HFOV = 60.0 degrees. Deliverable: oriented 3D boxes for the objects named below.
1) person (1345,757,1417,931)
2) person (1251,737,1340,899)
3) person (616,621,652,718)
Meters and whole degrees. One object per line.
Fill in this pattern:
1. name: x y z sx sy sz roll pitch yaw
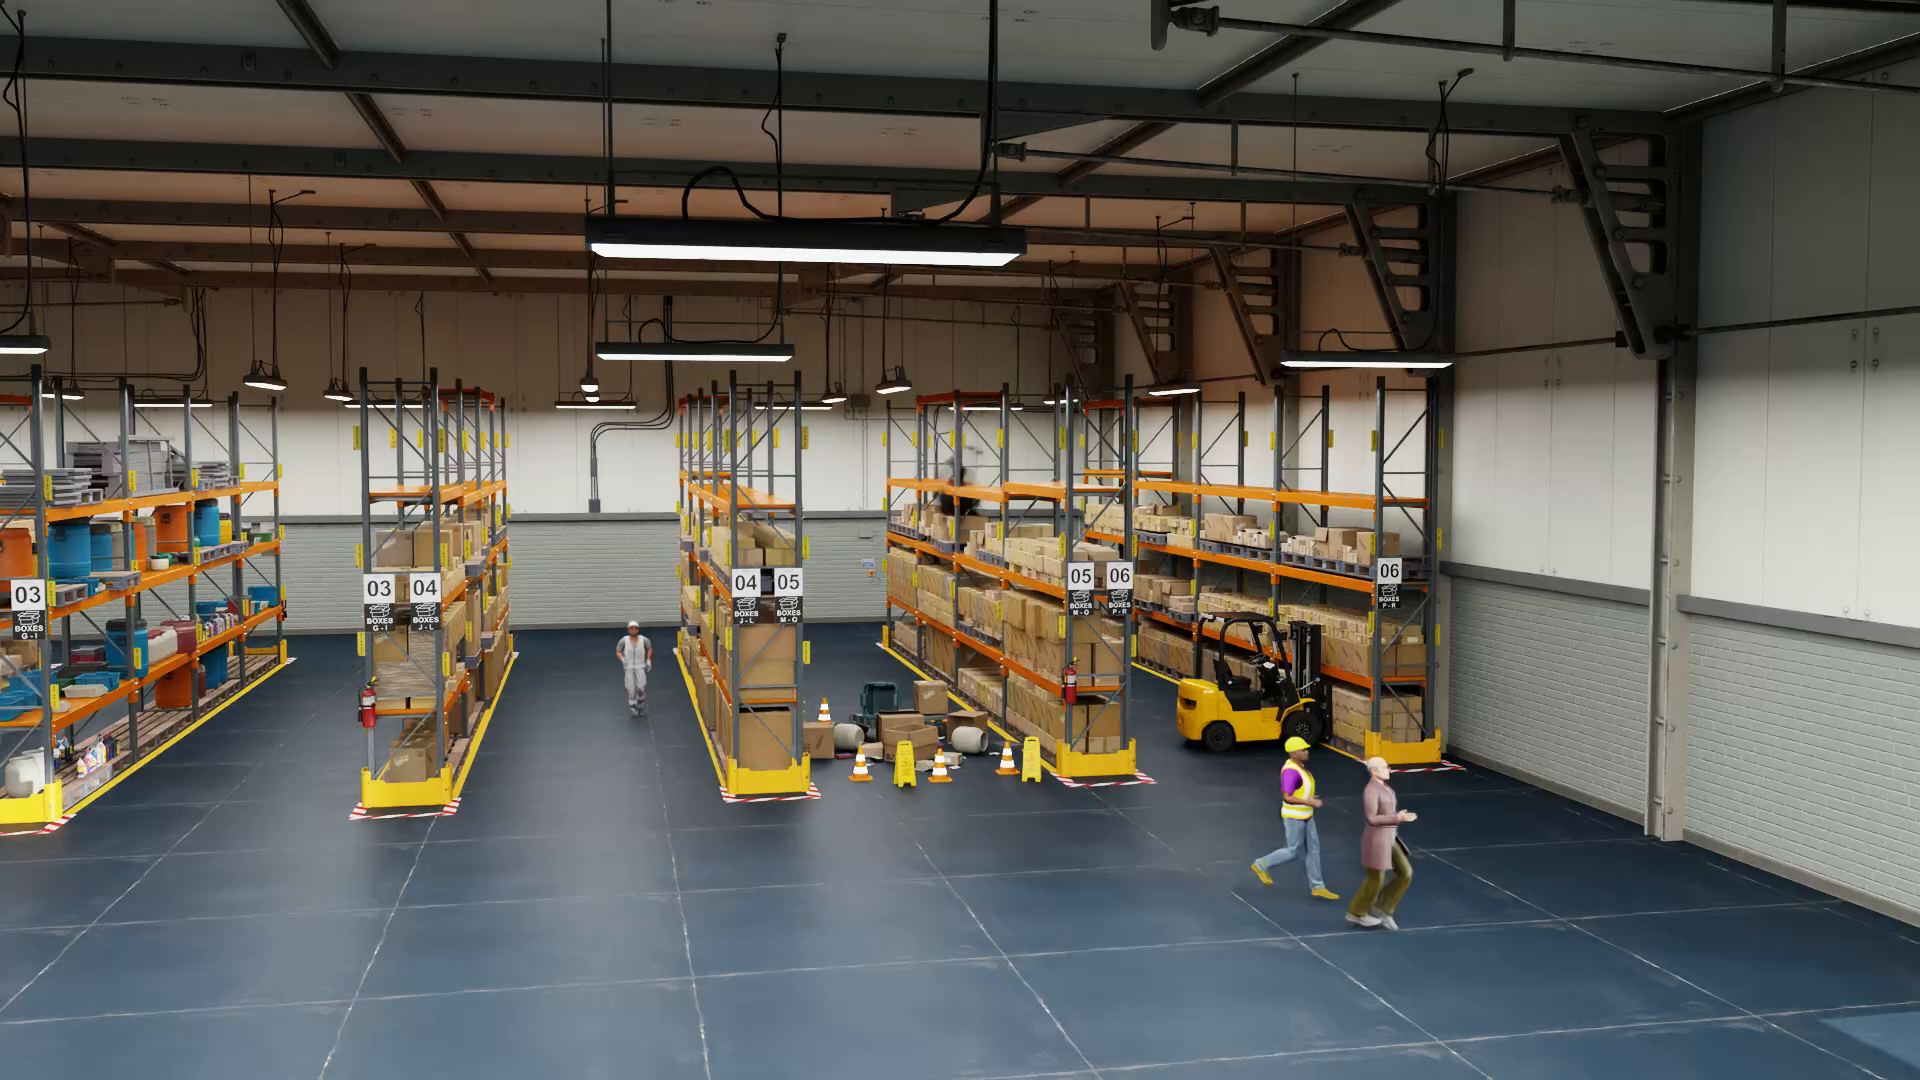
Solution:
1. person: 4.314 3.115 16.955 0.754 1.814 0.688 2 4 34
2. person: 3.679 3.029 18.189 0.957 1.761 0.700 2 4 25
3. person: -5.871 2.334 29.924 0.619 1.754 0.652 -1 3 -9
